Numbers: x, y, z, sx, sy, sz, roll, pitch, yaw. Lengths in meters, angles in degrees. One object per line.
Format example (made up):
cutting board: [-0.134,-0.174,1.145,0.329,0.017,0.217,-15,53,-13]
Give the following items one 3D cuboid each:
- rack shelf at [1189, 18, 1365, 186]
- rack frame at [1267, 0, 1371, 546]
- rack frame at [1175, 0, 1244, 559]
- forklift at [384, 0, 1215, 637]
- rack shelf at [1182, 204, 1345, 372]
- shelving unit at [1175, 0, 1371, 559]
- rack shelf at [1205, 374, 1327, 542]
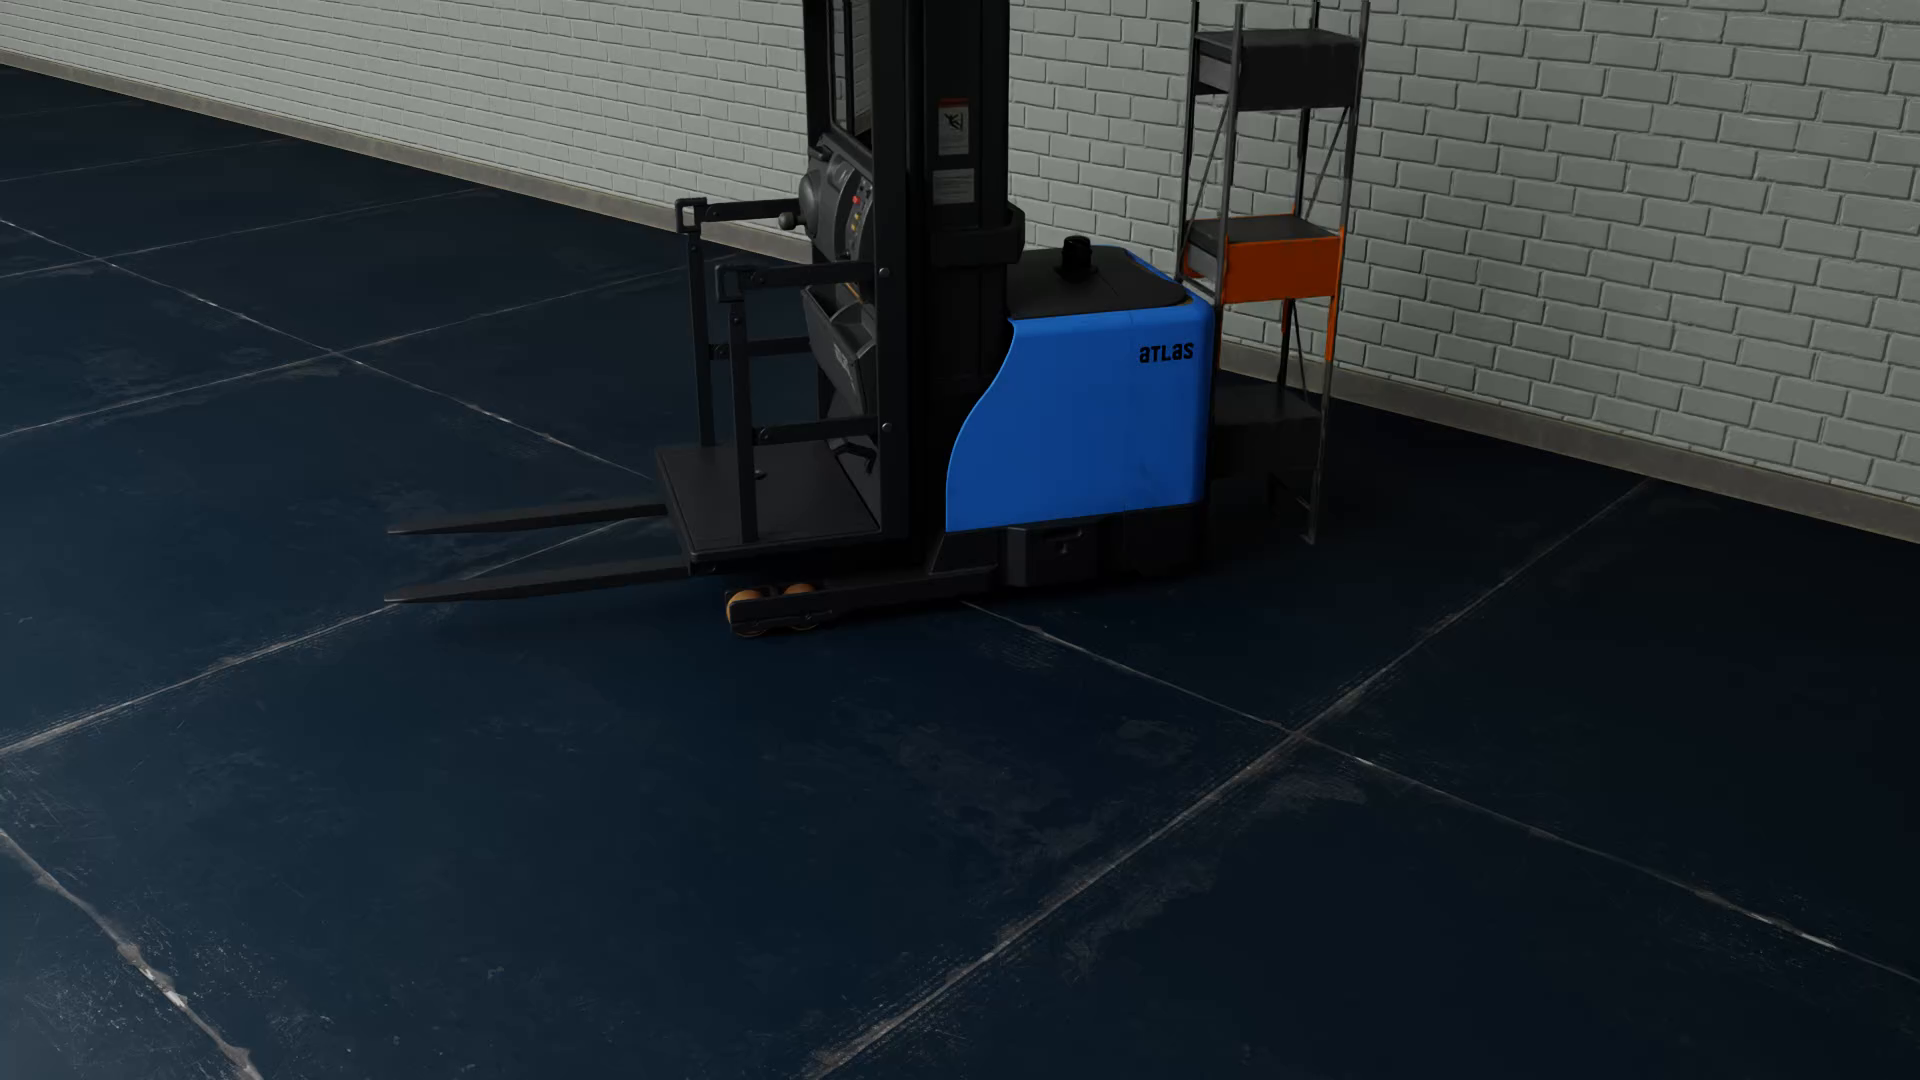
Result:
rack shelf: [1.144,-1.615,6.103,0.480,0.518,0.431,-7,25,-15]
rack frame: [1.373,-1.015,6.446,0.015,2.100,0.400,-7,25,-15]
rack frame: [0.905,-0.961,6.318,0.015,2.100,0.400,-7,25,-15]
forklift: [-0.627,-1.229,5.908,3.031,2.935,1.130,-7,25,-15]
rack shelf: [1.139,-0.975,6.388,0.480,0.518,0.431,-7,25,-15]
shelving unit: [1.139,-0.988,6.382,0.503,2.100,0.431,-7,25,-15]
rack shelf: [1.133,-0.336,6.673,0.480,0.518,0.431,-7,25,-15]
